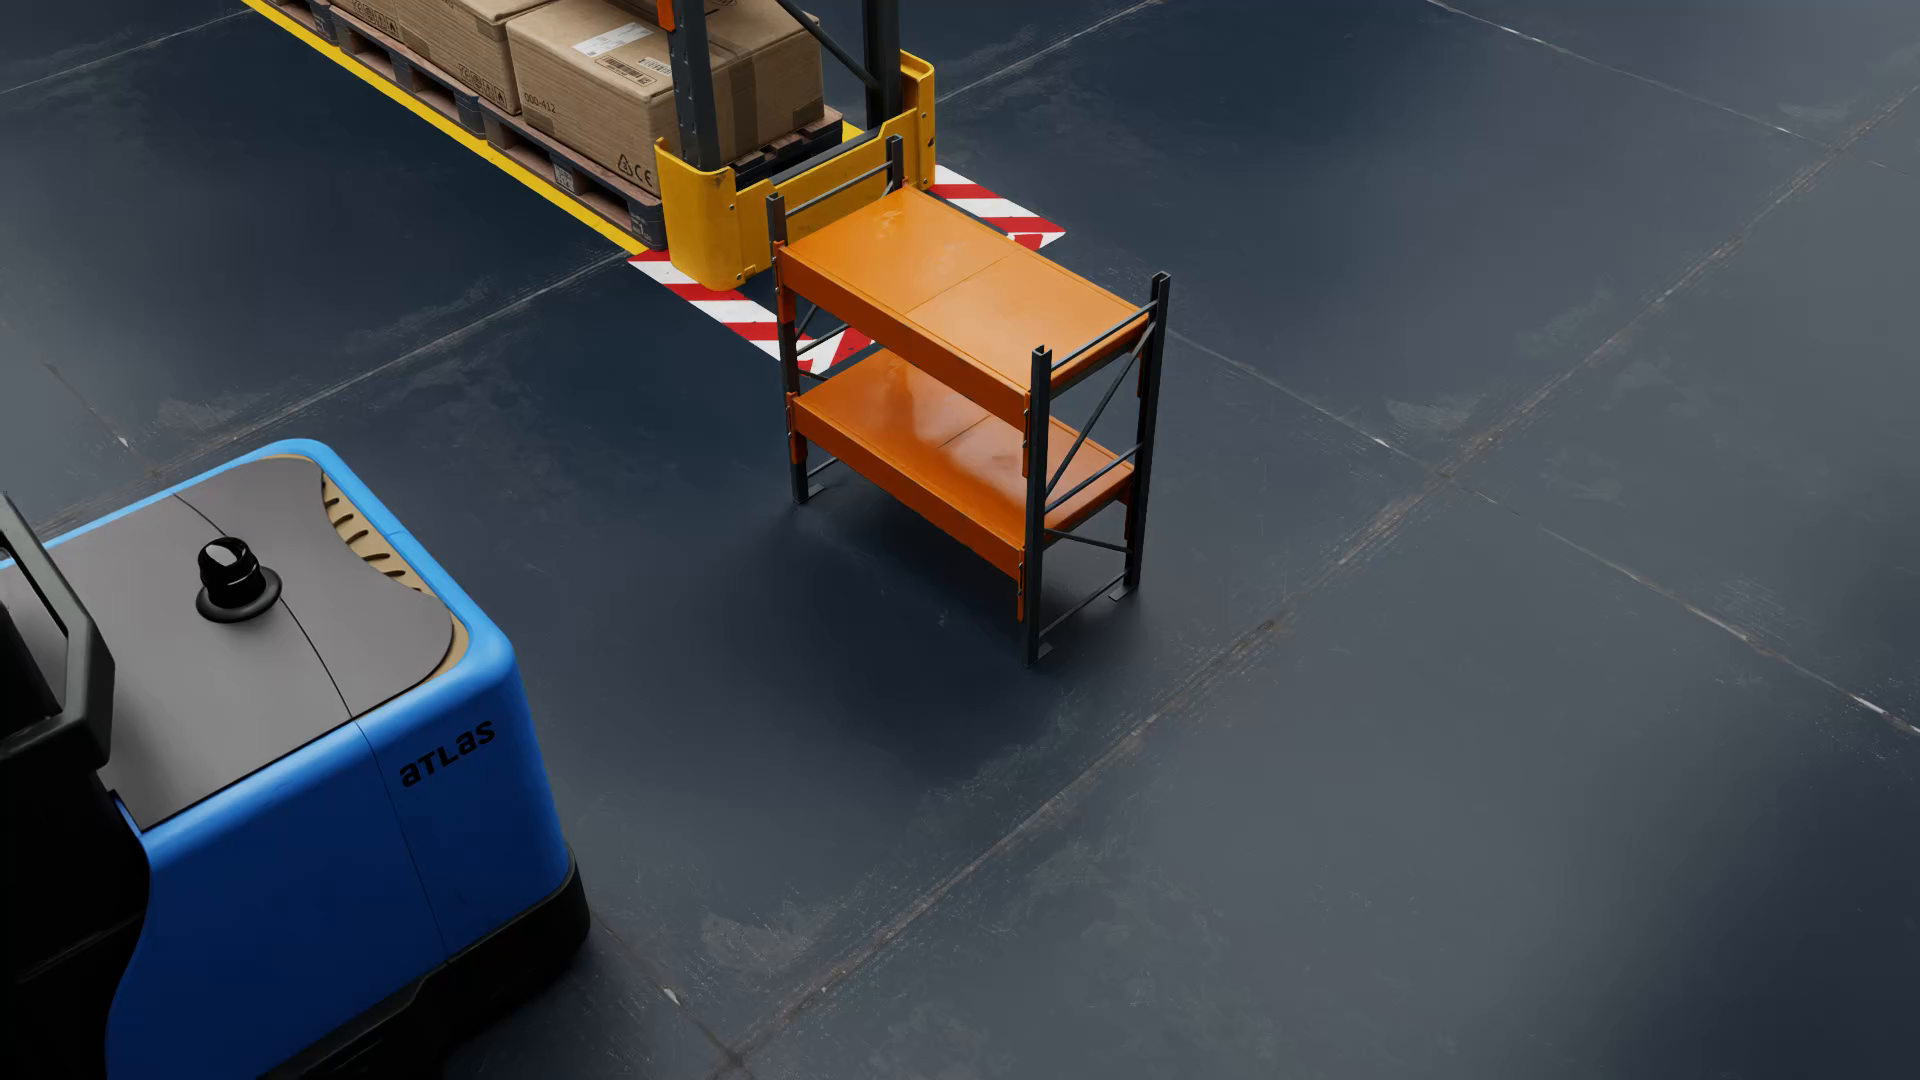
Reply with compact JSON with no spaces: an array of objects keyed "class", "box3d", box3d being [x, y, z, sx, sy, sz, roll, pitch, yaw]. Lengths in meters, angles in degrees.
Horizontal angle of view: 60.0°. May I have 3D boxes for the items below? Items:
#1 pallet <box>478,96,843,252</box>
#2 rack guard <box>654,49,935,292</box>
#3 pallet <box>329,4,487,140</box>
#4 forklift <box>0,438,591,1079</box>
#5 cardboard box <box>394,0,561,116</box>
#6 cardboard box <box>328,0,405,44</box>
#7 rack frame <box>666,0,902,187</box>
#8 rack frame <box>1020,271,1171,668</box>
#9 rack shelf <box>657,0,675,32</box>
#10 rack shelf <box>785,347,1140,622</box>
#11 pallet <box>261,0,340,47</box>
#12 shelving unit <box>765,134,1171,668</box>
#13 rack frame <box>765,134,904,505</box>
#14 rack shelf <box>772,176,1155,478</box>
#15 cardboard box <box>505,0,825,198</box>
[{"class":"pallet","box3d":[-1.247,-1.714,6.950,1.003,0.211,1.213,-34,53,-31]},{"class":"rack guard","box3d":[-0.610,-1.462,6.464,1.175,0.500,0.348,-34,53,-31]},{"class":"pallet","box3d":[-2.104,-2.301,7.584,1.003,0.211,1.213,-34,53,-31]},{"class":"forklift","box3d":[-2.356,0.348,2.714,3.031,2.935,1.130,-31,51,-29]},{"class":"cardboard box","box3d":[-1.816,-2.310,7.118,0.875,0.438,0.875,-33,52,-30]},{"class":"cardboard box","box3d":[-2.451,-2.744,7.588,0.875,0.438,0.875,33,52,30]},{"class":"rack frame","box3d":[-0.626,-2.392,5.628,1.000,3.000,0.127,-34,53,-31]},{"class":"rack frame","box3d":[0.364,-0.166,4.600,0.500,1.125,0.032,-34,53,-31]},{"class":"rack shelf","box3d":[-2.039,-3.089,6.912,1.077,0.370,4.000,-34,53,-31]},{"class":"rack shelf","box3d":[0.005,-0.230,5.031,0.538,0.278,1.000,-34,53,-31]},{"class":"pallet","box3d":[-2.970,-2.887,8.219,1.003,0.211,1.213,-34,53,-31]},{"class":"shelving unit","box3d":[0.005,-0.410,4.865,0.538,1.125,1.048,-34,53,-31]},{"class":"rack frame","box3d":[-0.354,-0.654,5.129,0.500,1.125,0.032,-34,53,-31]},{"class":"rack shelf","box3d":[0.005,-0.625,4.666,0.538,0.278,1.000,-34,53,-31]},{"class":"cardboard box","box3d":[-1.163,-1.874,6.647,0.875,0.438,0.875,32,52,30]}]
